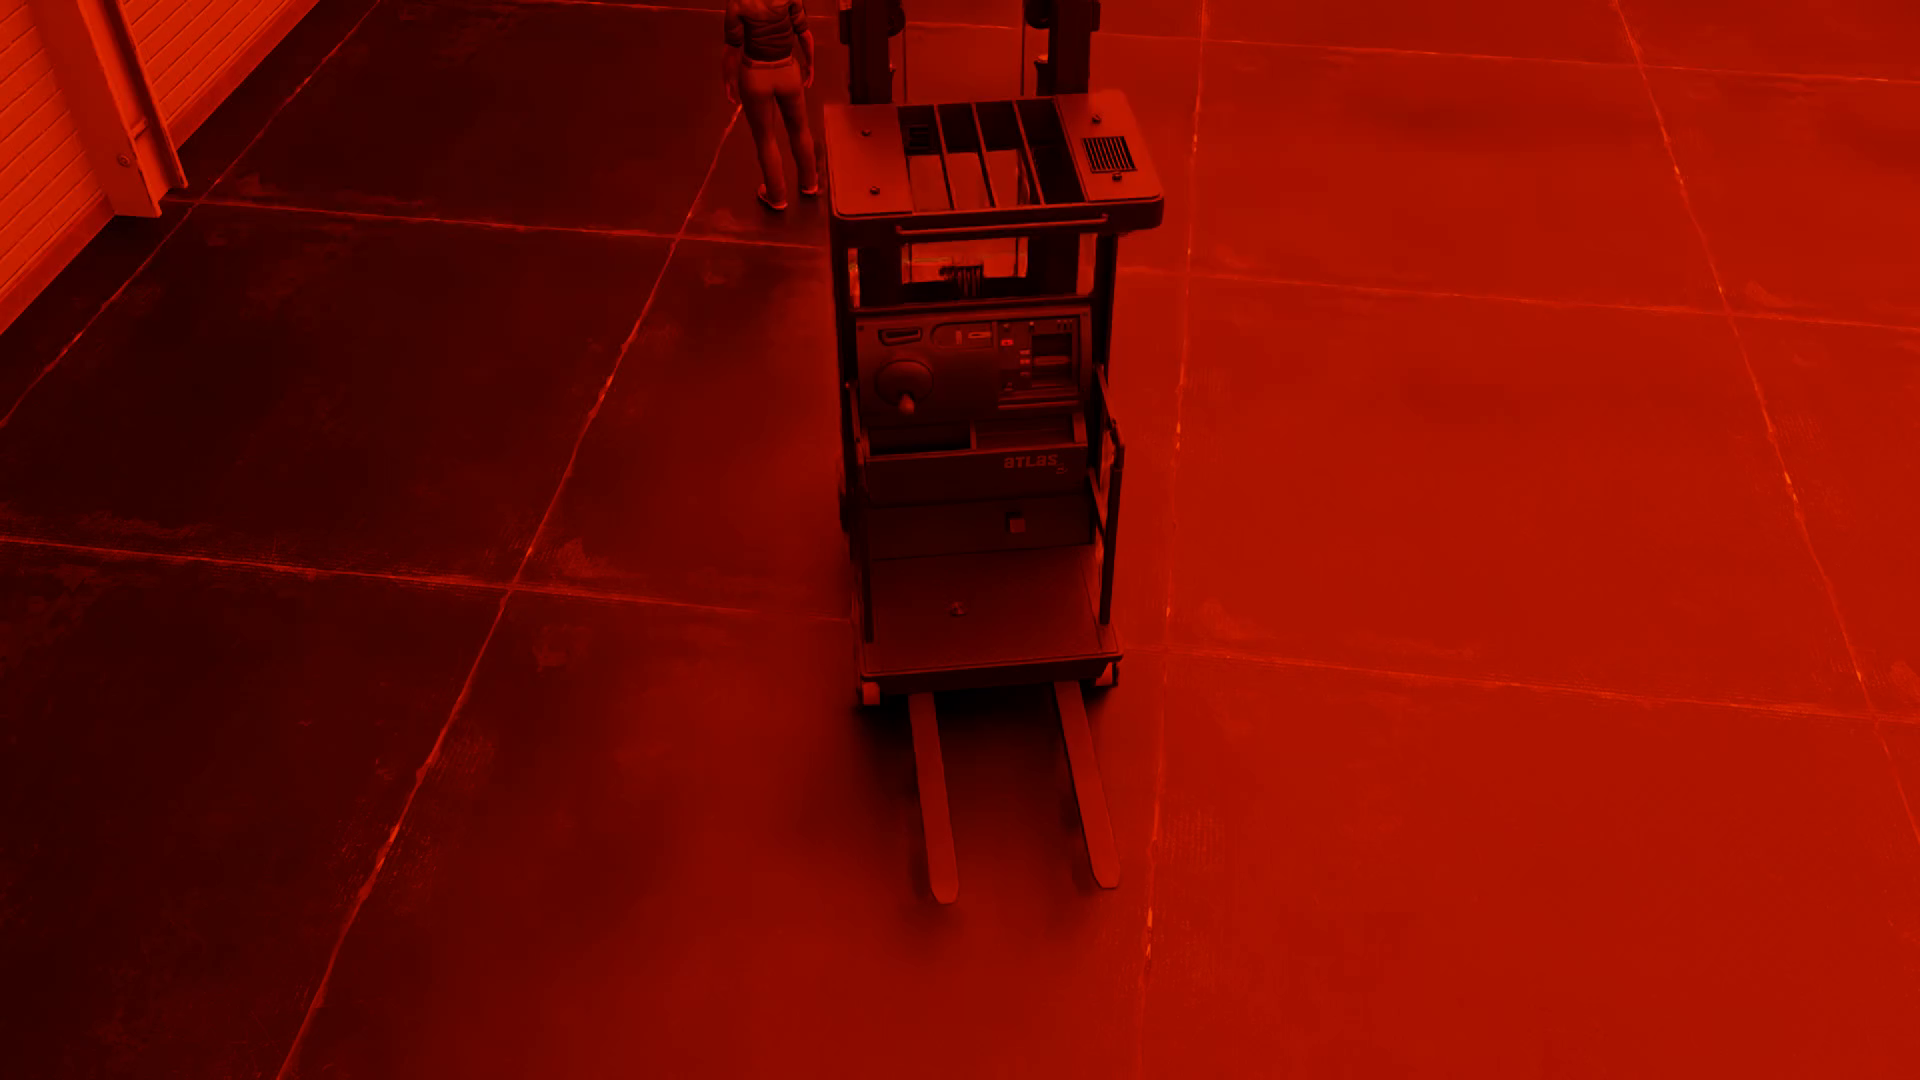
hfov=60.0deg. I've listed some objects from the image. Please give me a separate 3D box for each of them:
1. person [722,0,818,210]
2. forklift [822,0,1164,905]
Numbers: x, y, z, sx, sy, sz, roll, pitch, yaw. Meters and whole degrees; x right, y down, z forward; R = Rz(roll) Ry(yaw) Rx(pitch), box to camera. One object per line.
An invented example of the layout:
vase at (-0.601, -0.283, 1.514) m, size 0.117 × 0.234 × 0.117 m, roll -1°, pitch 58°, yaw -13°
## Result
person at (-1.101, -2.689, 9.586) m, size 0.569 × 1.654 × 0.504 m, roll -13°, pitch 44°, yaw -13°
forklift at (0.083, -0.621, 6.400) m, size 1.130 × 2.935 × 3.031 m, roll -4°, pitch 43°, yaw -5°
